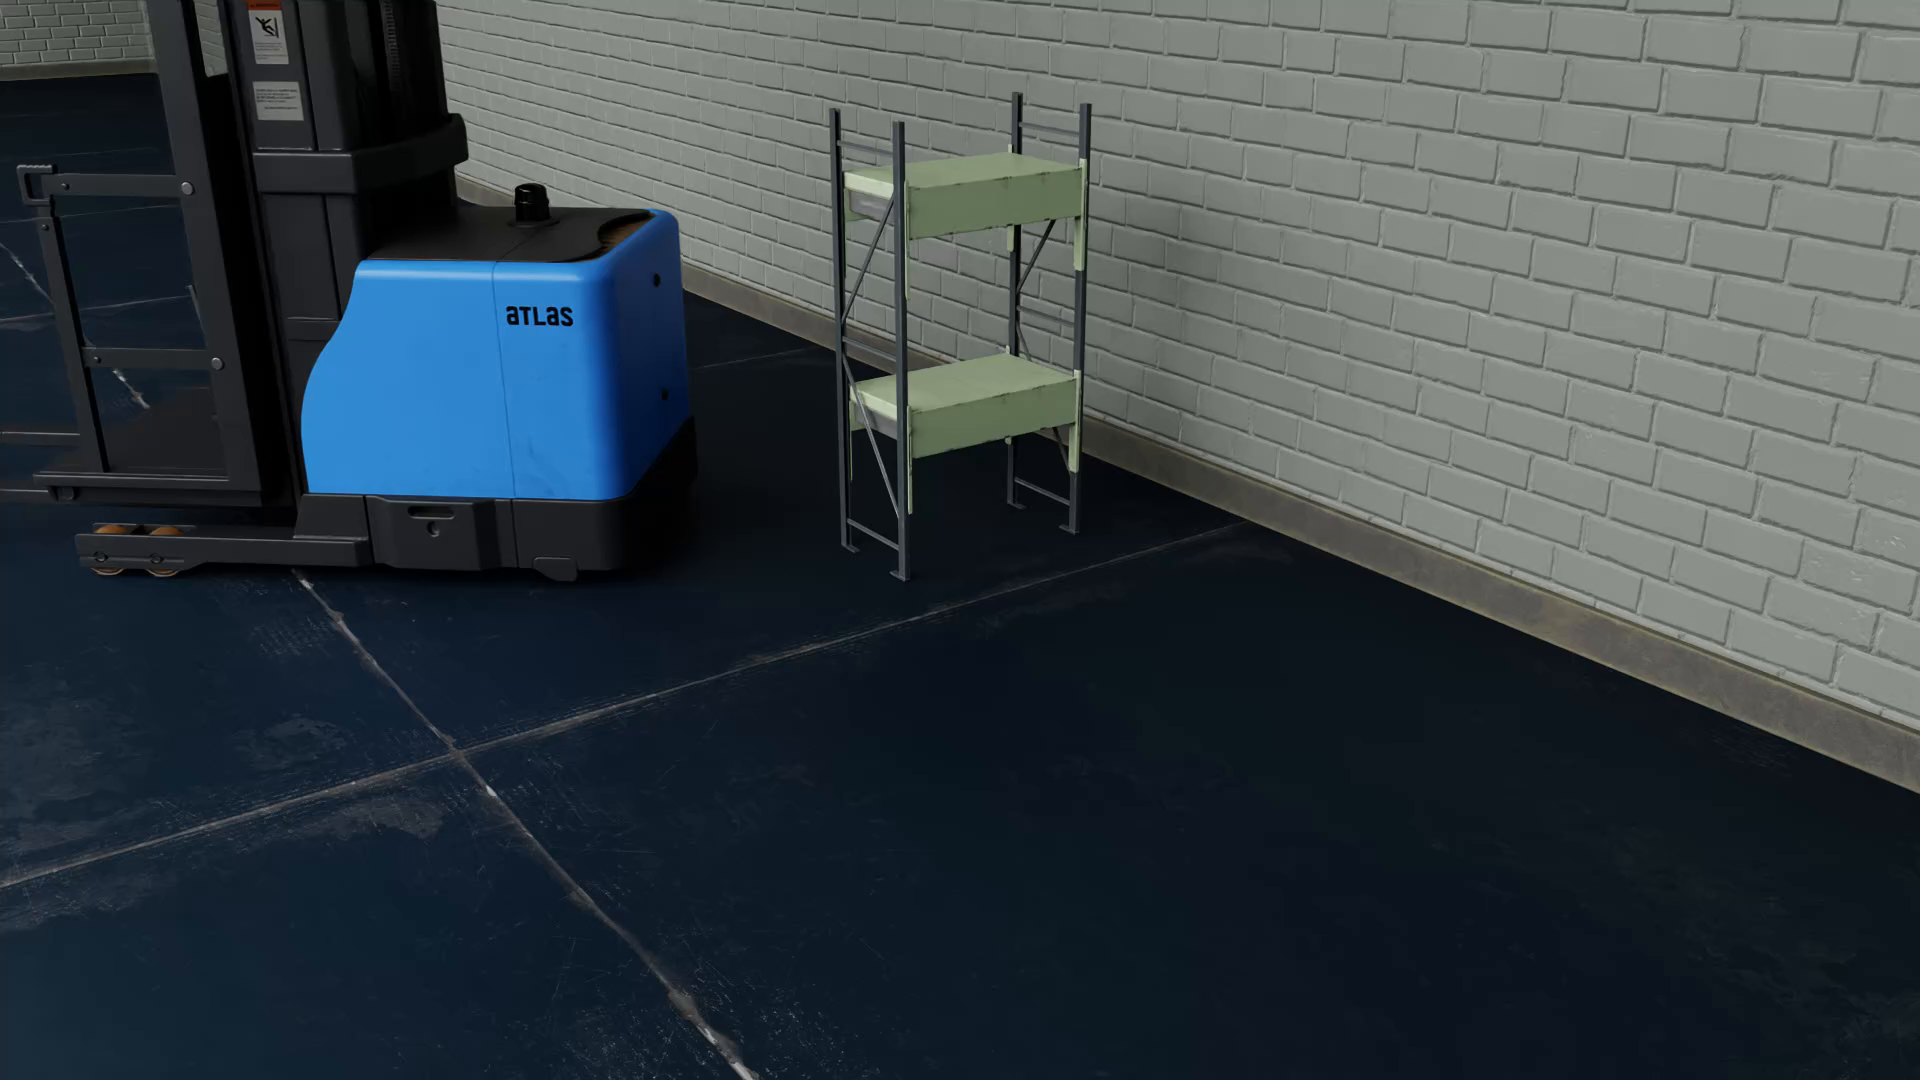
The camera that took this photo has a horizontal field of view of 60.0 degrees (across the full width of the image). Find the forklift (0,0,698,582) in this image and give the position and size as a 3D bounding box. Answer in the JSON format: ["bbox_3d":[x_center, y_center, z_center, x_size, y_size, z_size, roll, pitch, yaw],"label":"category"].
[{"bbox_3d":[-2.541,-1.429,5.522,3.031,2.935,1.130,2,22,4],"label":"forklift"}]

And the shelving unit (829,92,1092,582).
[{"bbox_3d":[0.005,-0.698,5.622,0.755,1.500,0.431,-15,26,-33],"label":"shelving unit"}]

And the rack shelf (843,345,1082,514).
[{"bbox_3d":[0.005,-0.395,5.743,0.720,0.370,0.431,-15,26,-33],"label":"rack shelf"}]

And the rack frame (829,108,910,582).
[{"bbox_3d":[-0.292,-0.619,5.424,0.023,1.500,0.400,-15,26,-33],"label":"rack frame"}]

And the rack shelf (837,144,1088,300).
[{"bbox_3d":[0.005,-1.061,5.477,0.720,0.370,0.431,-15,26,-33],"label":"rack shelf"}]

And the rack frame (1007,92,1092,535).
[{"bbox_3d":[0.303,-0.777,5.821,0.023,1.500,0.400,-15,26,-33],"label":"rack frame"}]
